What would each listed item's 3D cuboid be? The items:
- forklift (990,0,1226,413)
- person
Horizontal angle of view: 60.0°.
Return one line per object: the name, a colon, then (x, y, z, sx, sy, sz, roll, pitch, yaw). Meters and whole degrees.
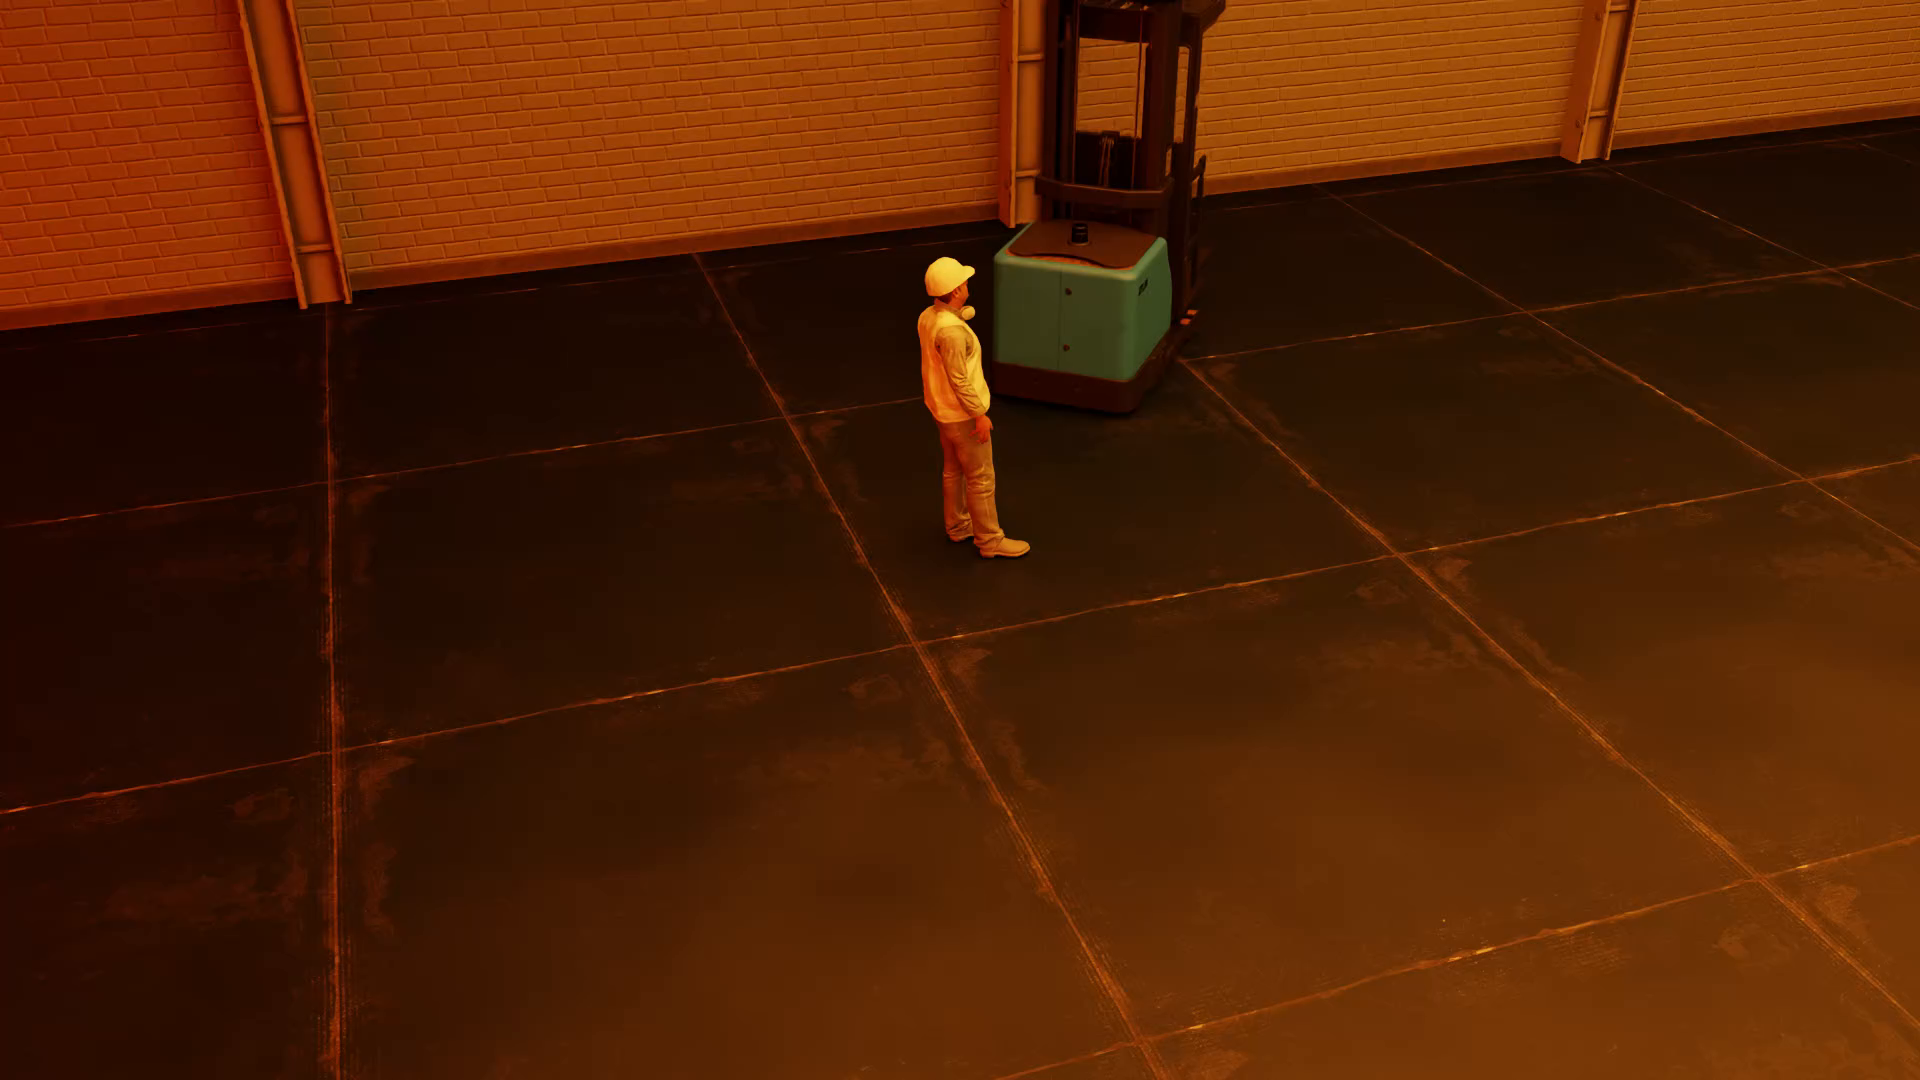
forklift: (1.220, -2.857, 12.053, 1.130, 2.935, 3.031, 11, 32, 18)
person: (0.061, -0.781, 9.590, 0.568, 1.773, 0.632, -10, 31, -16)
